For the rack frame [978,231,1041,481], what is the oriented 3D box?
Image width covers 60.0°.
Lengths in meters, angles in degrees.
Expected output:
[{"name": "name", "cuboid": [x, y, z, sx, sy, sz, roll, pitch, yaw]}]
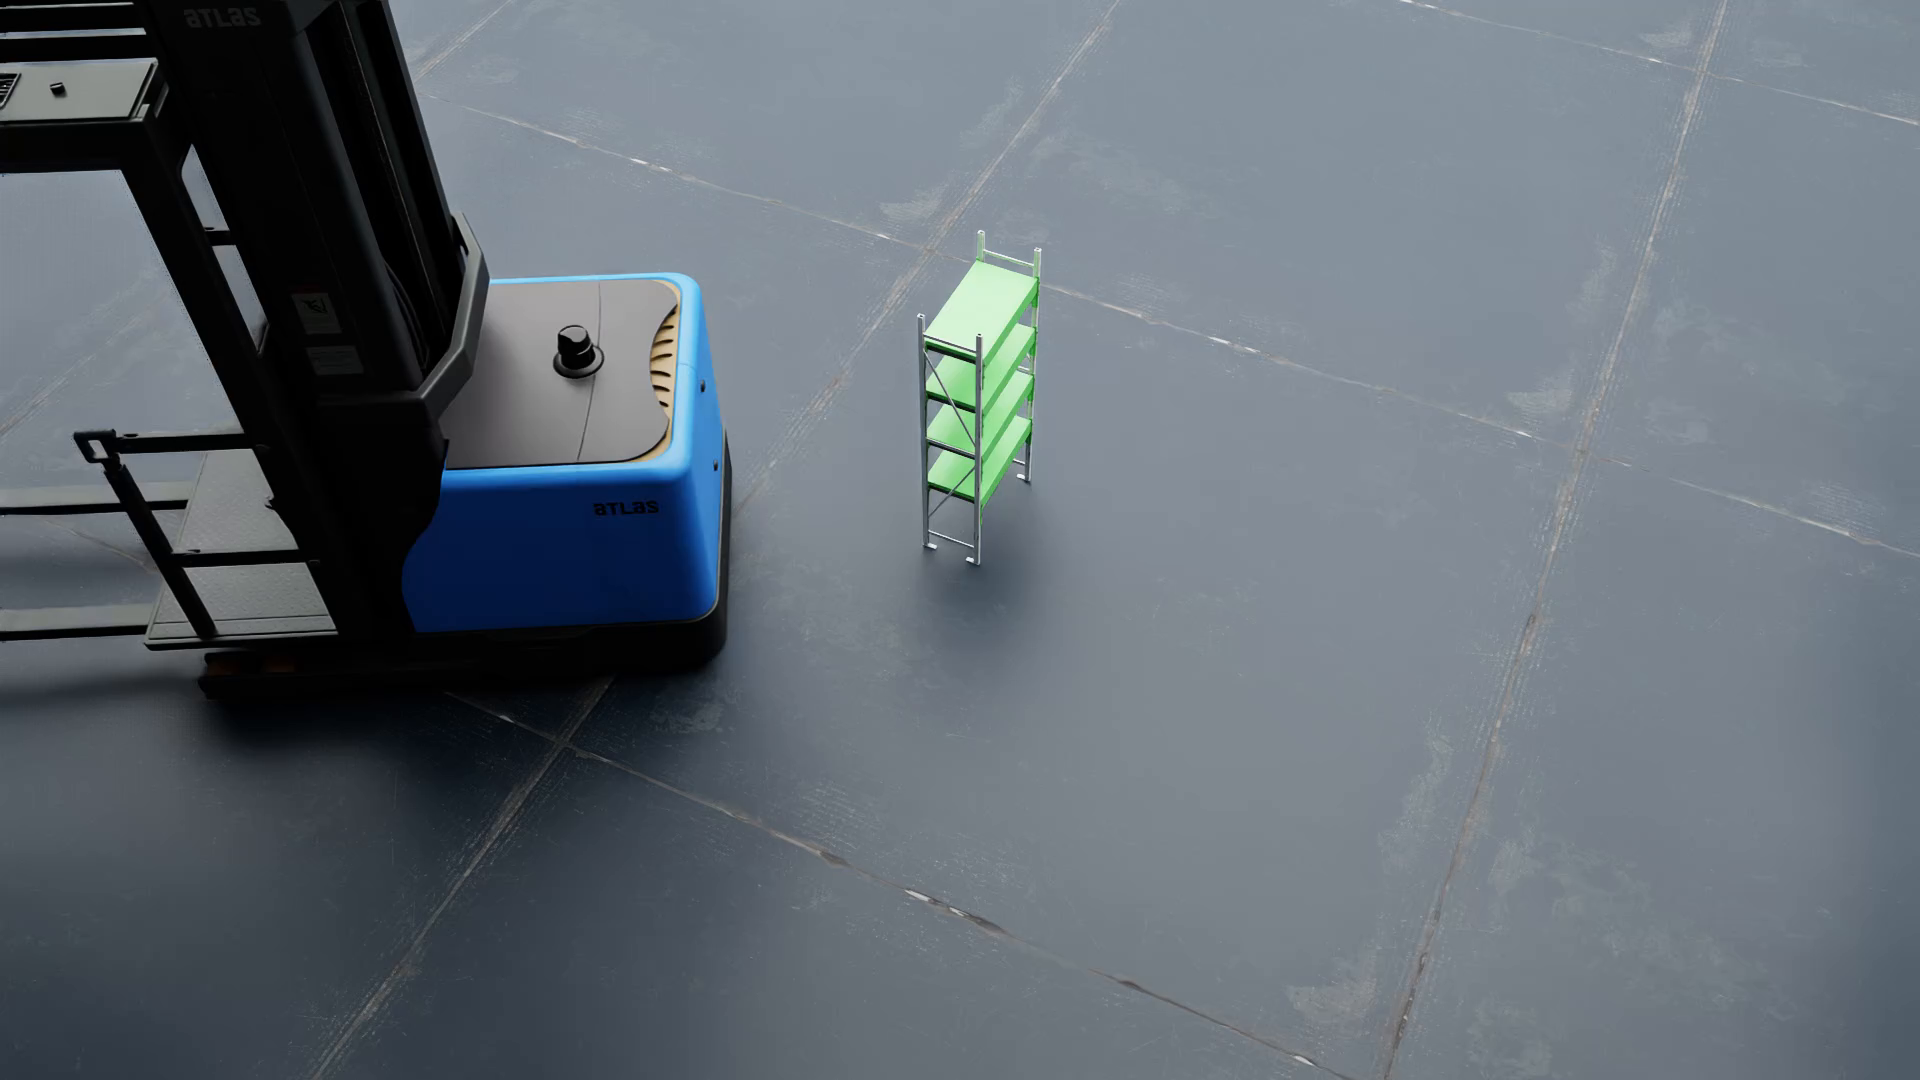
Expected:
[{"name": "rack frame", "cuboid": [0.175, -0.671, 6.348, 0.240, 1.200, 0.015, 20, 52, 16]}]

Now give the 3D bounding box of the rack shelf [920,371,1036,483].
[{"name": "rack shelf", "cuboid": [0.071, -0.461, 6.254, 0.258, 0.148, 0.480, 20, 52, 16]}]

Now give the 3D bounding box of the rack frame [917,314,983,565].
[{"name": "rack frame", "cuboid": [-0.034, -0.335, 6.062, 0.240, 1.200, 0.015, 20, 52, 16]}]

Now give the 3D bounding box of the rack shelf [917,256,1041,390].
[{"name": "rack shelf", "cuboid": [0.071, -0.772, 5.888, 0.258, 0.148, 0.480, 20, 52, 16]}]

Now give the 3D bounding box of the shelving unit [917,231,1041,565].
[{"name": "shelving unit", "cuboid": [0.071, -0.503, 6.205, 0.258, 1.200, 0.503, 20, 52, 16]}]

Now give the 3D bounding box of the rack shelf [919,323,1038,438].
[{"name": "rack shelf", "cuboid": [0.071, -0.617, 6.071, 0.258, 0.148, 0.480, 20, 52, 16]}]

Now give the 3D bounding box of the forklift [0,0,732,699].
[{"name": "forklift", "cuboid": [-2.405, -0.788, 5.311, 3.031, 2.935, 1.130, -3, 50, -2]}]

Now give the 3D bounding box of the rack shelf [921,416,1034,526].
[{"name": "rack shelf", "cuboid": [0.071, -0.306, 6.437, 0.258, 0.148, 0.480, 20, 52, 16]}]
